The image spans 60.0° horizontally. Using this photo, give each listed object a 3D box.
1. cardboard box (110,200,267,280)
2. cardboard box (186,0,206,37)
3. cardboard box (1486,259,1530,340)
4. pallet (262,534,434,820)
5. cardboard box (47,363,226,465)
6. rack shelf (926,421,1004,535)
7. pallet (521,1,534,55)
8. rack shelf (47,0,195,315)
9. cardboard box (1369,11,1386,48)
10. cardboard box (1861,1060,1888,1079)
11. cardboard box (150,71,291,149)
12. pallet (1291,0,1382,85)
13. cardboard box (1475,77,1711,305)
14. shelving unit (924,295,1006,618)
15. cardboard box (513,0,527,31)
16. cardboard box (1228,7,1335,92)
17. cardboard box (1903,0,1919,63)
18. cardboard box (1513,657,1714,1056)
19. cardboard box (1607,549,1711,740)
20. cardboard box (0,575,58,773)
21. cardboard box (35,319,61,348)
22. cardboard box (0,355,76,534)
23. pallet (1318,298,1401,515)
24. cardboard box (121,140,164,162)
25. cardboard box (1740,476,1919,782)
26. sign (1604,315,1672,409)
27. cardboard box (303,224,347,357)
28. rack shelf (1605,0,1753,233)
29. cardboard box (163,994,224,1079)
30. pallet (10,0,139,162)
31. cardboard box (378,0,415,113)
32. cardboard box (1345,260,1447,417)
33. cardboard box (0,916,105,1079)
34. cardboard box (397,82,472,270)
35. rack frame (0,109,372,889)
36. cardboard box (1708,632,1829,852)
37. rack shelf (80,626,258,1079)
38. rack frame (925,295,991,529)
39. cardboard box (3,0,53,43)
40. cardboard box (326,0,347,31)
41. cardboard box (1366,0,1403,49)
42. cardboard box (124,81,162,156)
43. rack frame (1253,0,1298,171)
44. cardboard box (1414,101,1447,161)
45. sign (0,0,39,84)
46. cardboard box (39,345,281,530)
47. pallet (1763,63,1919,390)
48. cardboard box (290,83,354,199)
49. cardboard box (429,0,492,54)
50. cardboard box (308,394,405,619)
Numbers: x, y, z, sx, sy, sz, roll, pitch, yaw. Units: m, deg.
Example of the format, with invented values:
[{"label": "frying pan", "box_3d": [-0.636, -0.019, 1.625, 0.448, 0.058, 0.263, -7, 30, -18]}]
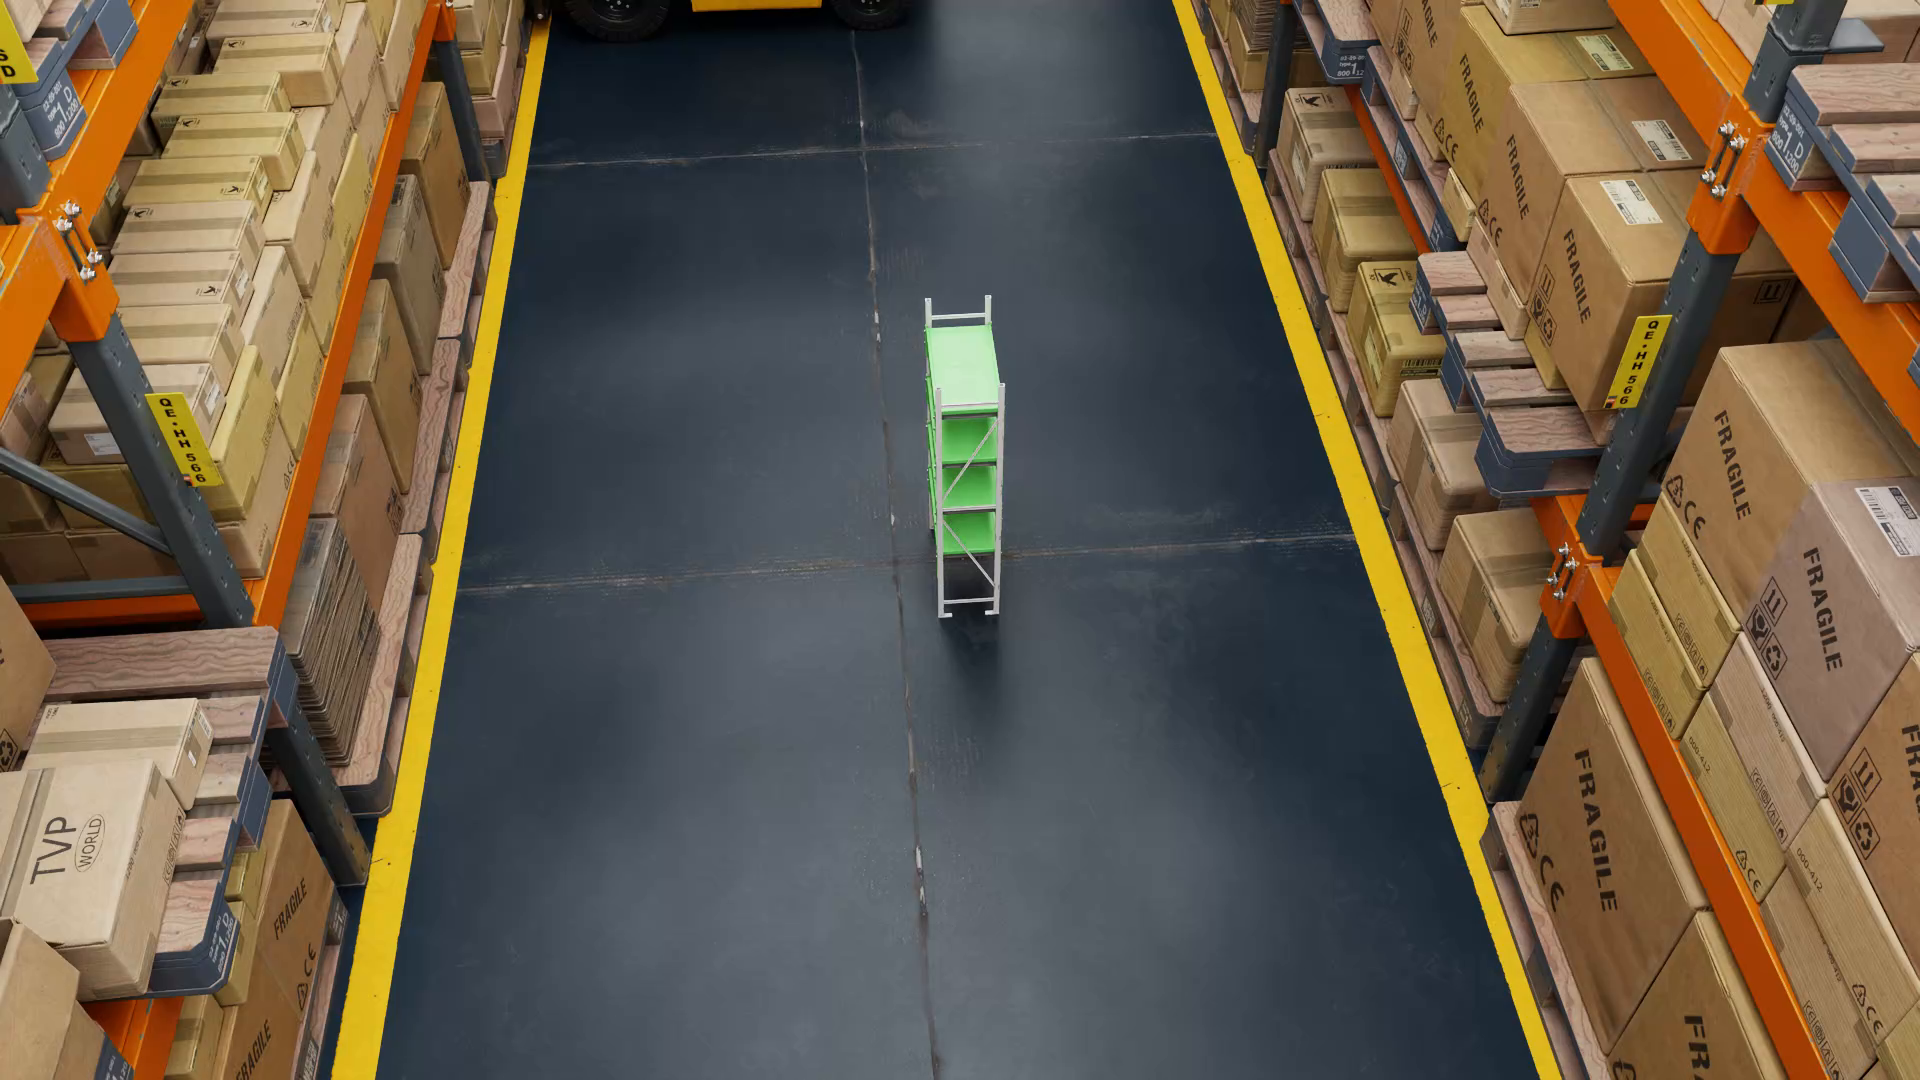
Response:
[{"label": "cardboard box", "box_3d": [-2.395, -0.918, 5.175, 0.380, 0.149, 0.250, -3, 47, -3]}, {"label": "cardboard box", "box_3d": [-3.048, -1.988, 6.187, 0.380, 0.149, 0.250, -4, 47, -3]}, {"label": "cardboard box", "box_3d": [1.967, -0.801, 5.463, 0.380, 0.149, 0.250, -4, 47, -4]}, {"label": "pallet", "box_3d": [-2.587, 0.514, 6.254, 1.003, 0.211, 1.213, -3, 47, -3]}, {"label": "cardboard box", "box_3d": [-2.290, -0.353, 4.639, 0.380, 0.149, 0.250, -2, 47, -2]}, {"label": "rack shelf", "box_3d": [0.014, -0.249, 6.384, 0.258, 0.148, 0.480, -3, 47, -3]}, {"label": "pallet", "box_3d": [-3.022, -3.245, 9.814, 1.003, 0.211, 1.213, -3, 47, -3]}, {"label": "rack shelf", "box_3d": [-2.724, -2.078, 5.218, 1.077, 0.370, 4.000, -3, 47, -3]}, {"label": "cardboard box", "box_3d": [1.878, -2.114, 6.706, 0.380, 0.149, 0.250, -3, 47, -3]}, {"label": "cardboard box", "box_3d": [2.323, 1.377, 3.620, 0.500, 0.250, 0.500, -3, 47, -3]}, {"label": "cardboard box", "box_3d": [-2.527, -1.468, 5.695, 0.380, 0.149, 0.250, -3, 47, -3]}, {"label": "pallet", "box_3d": [1.973, -2.417, 7.242, 1.003, 0.211, 1.213, -3, 47, -3]}, {"label": "cardboard box", "box_3d": [2.020, -1.117, 5.316, 0.500, 0.500, 0.500, -4, 47, -4]}, {"label": "shelving unit", "box_3d": [0.014, -0.293, 6.337, 0.258, 1.200, 0.503, -3, 47, -3]}, {"label": "cardboard box", "box_3d": [-2.719, -3.047, 9.311, 0.500, 0.250, 0.500, -3, 47, -3]}, {"label": "cardboard box", "box_3d": [1.737, -2.655, 8.940, 0.500, 0.250, 0.500, -2, 47, -1]}, {"label": "cardboard box", "box_3d": [2.532, -1.334, 4.191, 0.380, 0.149, 0.250, -3, 47, -3]}, {"label": "cardboard box", "box_3d": [2.364, 0.940, 5.104, 0.875, 0.875, 0.875, -4, 47, -4]}, {"label": "cardboard box", "box_3d": [2.179, 0.270, 4.668, 0.500, 0.250, 0.500, -4, 47, -4]}, {"label": "cardboard box", "box_3d": [-2.669, 0.356, 4.125, 0.500, 0.500, 0.500, -2, 47, -1]}, {"label": "cardboard box", "box_3d": [-2.880, -0.701, 4.969, 0.380, 0.149, 0.250, -4, 47, -3]}, {"label": "cardboard box", "box_3d": [-2.871, -0.275, 4.840, 0.500, 0.250, 0.500, -3, 47, -2]}, {"label": "pallet", "box_3d": [2.226, -0.638, 7.346, 1.003, 0.211, 1.213, -3, 47, -3]}, {"label": "cardboard box", "box_3d": [-2.990, -1.372, 5.879, 0.500, 0.250, 0.500, -4, 47, -4]}, {"label": "cardboard box", "box_3d": [2.238, 0.201, 3.873, 0.500, 0.500, 0.500, -3, 47, -3]}, {"label": "sign", "box_3d": [1.849, -0.482, 4.534, 0.100, 0.325, 0.005, -3, 47, -3]}, {"label": "cardboard box", "box_3d": [-2.438, -0.867, 5.745, 0.500, 0.250, 0.500, -5, 47, -5]}, {"label": "rack shelf", "box_3d": [2.222, -2.382, 5.506, 1.077, 0.370, 4.000, -3, 47, -3]}, {"label": "cardboard box", "box_3d": [-2.231, 1.376, 4.503, 0.380, 0.149, 0.250, -5, 47, -5]}, {"label": "pallet", "box_3d": [-2.703, -1.299, 4.115, 1.213, 0.211, 1.003, -2, 47, -1]}, {"label": "cardboard box", "box_3d": [-2.541, -1.977, 6.796, 0.500, 0.250, 0.500, -4, 47, -4]}, {"label": "cardboard box", "box_3d": [2.224, -0.884, 7.178, 0.950, 0.372, 0.625, -2, 47, -2]}, {"label": "cardboard box", "box_3d": [-2.236, 1.143, 3.377, 0.797, 0.503, 0.637, -4, 47, -4]}, {"label": "cardboard box", "box_3d": [-2.837, -1.692, 7.769, 0.875, 0.625, 0.625, -2, 47, -2]}, {"label": "rack frame", "box_3d": [-2.557, 0.153, 4.675, 1.000, 3.000, 0.127, -3, 47, -3]}, {"label": "cardboard box", "box_3d": [2.228, 0.484, 4.121, 0.500, 0.250, 0.500, -2, 47, -2]}, {"label": "rack shelf", "box_3d": [-2.389, 1.848, 3.566, 1.077, 0.370, 4.000, -3, 47, -3]}, {"label": "rack frame", "box_3d": [-0.007, -0.469, 6.505, 0.240, 1.200, 0.015, -3, 47, -3]}, {"label": "cardboard box", "box_3d": [-2.283, -1.247, 3.739, 0.380, 0.166, 0.250, -4, 47, -3]}, {"label": "cardboard box", "box_3d": [-2.520, -2.023, 6.221, 0.380, 0.149, 0.250, -4, 47, -4]}, {"label": "cardboard box", "box_3d": [1.878, -2.249, 6.387, 0.500, 0.500, 0.500, -4, 47, -4]}, {"label": "cardboard box", "box_3d": [-2.933, -1.437, 5.666, 0.380, 0.149, 0.250, -2, 47, -2]}, {"label": "rack frame", "box_3d": [2.054, -3.045, 7.704, 1.000, 3.000, 0.127, -3, 47, -3]}, {"label": "cardboard box", "box_3d": [1.919, -1.548, 6.171, 0.380, 0.149, 0.250, -5, 47, -5]}, {"label": "sign", "box_3d": [-2.016, -1.087, 3.428, 0.100, 0.325, 0.005, -3, 47, -3]}, {"label": "cardboard box", "box_3d": [-2.326, -0.304, 4.868, 0.500, 0.250, 0.500, -4, 47, -3]}, {"label": "pallet", "box_3d": [2.496, -0.655, 3.505, 1.213, 0.211, 1.003, -2, 47, -1]}, {"label": "cardboard box", "box_3d": [-2.485, -1.413, 5.918, 0.500, 0.250, 0.500, -3, 47, -3]}, {"label": "cardboard box", "box_3d": [-2.619, -2.652, 8.249, 0.500, 0.250, 0.500, -4, 47, -4]}, {"label": "cardboard box", "box_3d": [-2.658, -0.099, 6.260, 0.875, 0.625, 0.625, -2, 47, -2]}]
